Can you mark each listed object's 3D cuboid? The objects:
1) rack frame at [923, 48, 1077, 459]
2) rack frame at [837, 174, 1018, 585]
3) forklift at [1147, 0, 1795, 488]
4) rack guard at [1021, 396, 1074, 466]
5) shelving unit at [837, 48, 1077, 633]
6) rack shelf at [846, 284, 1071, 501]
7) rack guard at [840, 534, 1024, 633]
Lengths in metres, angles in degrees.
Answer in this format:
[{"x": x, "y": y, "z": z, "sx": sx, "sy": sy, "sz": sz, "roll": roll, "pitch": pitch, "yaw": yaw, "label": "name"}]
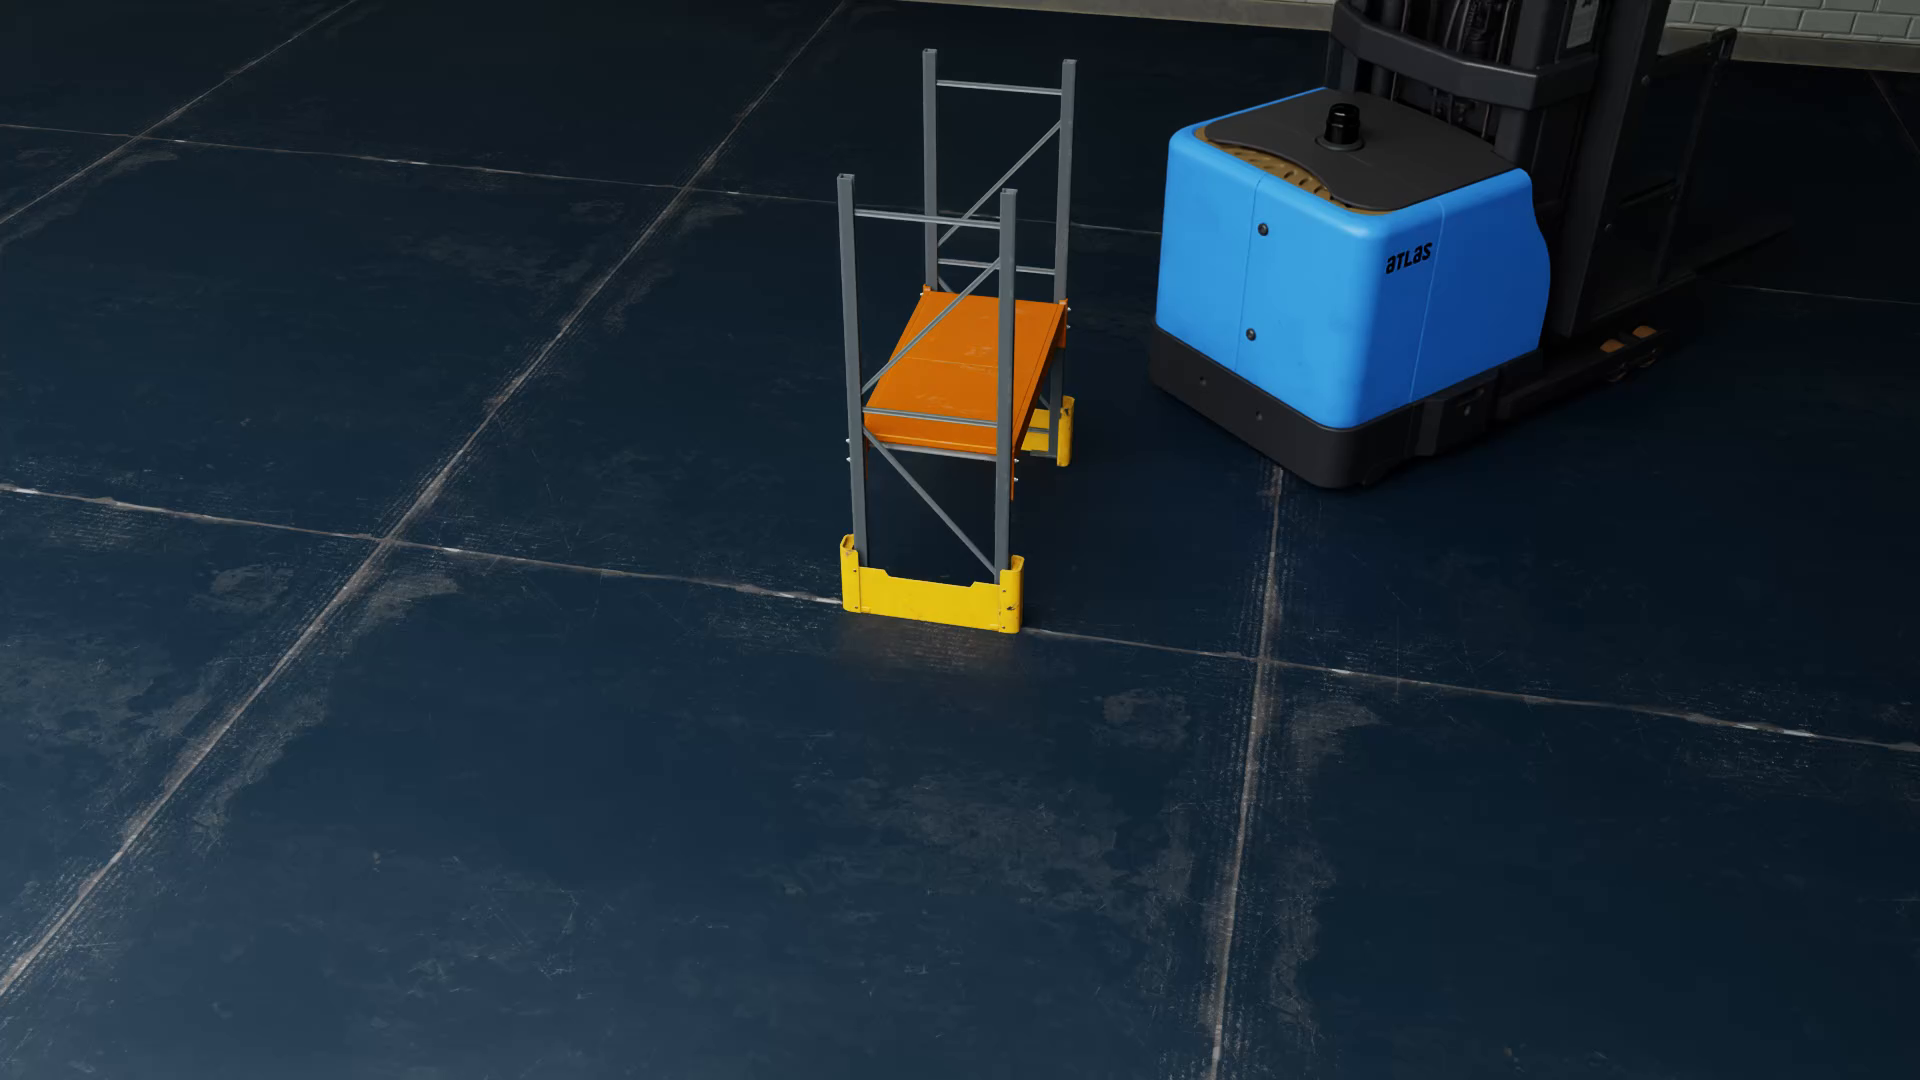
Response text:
[{"x": 0.127, "y": -0.948, "z": 5.779, "sx": 0.500, "sy": 1.500, "sz": 0.032, "roll": 7, "pitch": 37, "yaw": 10, "label": "rack frame"}, {"x": -0.090, "y": -0.365, "z": 4.975, "sx": 0.500, "sy": 1.500, "sz": 0.032, "roll": 7, "pitch": 37, "yaw": 10, "label": "rack frame"}, {"x": 2.233, "y": -2.048, "z": 6.079, "sx": 3.031, "sy": 2.935, "sz": 1.130, "roll": -22, "pitch": 42, "yaw": -28, "label": "forklift"}, {"x": 0.123, "y": -0.430, "z": 6.131, "sx": 0.587, "sy": 0.250, "sz": 0.087, "roll": 7, "pitch": 37, "yaw": 10, "label": "rack guard"}, {"x": 0.016, "y": -0.651, "z": 5.370, "sx": 0.587, "sy": 1.500, "sz": 1.083, "roll": 7, "pitch": 37, "yaw": 10, "label": "shelving unit"}, {"x": 0.018, "y": -0.511, "z": 5.483, "sx": 0.538, "sy": 0.185, "sz": 1.000, "roll": 7, "pitch": 37, "yaw": 10, "label": "rack shelf"}, {"x": -0.090, "y": 0.141, "z": 5.343, "sx": 0.587, "sy": 0.250, "sz": 0.087, "roll": 7, "pitch": 37, "yaw": 10, "label": "rack guard"}]
